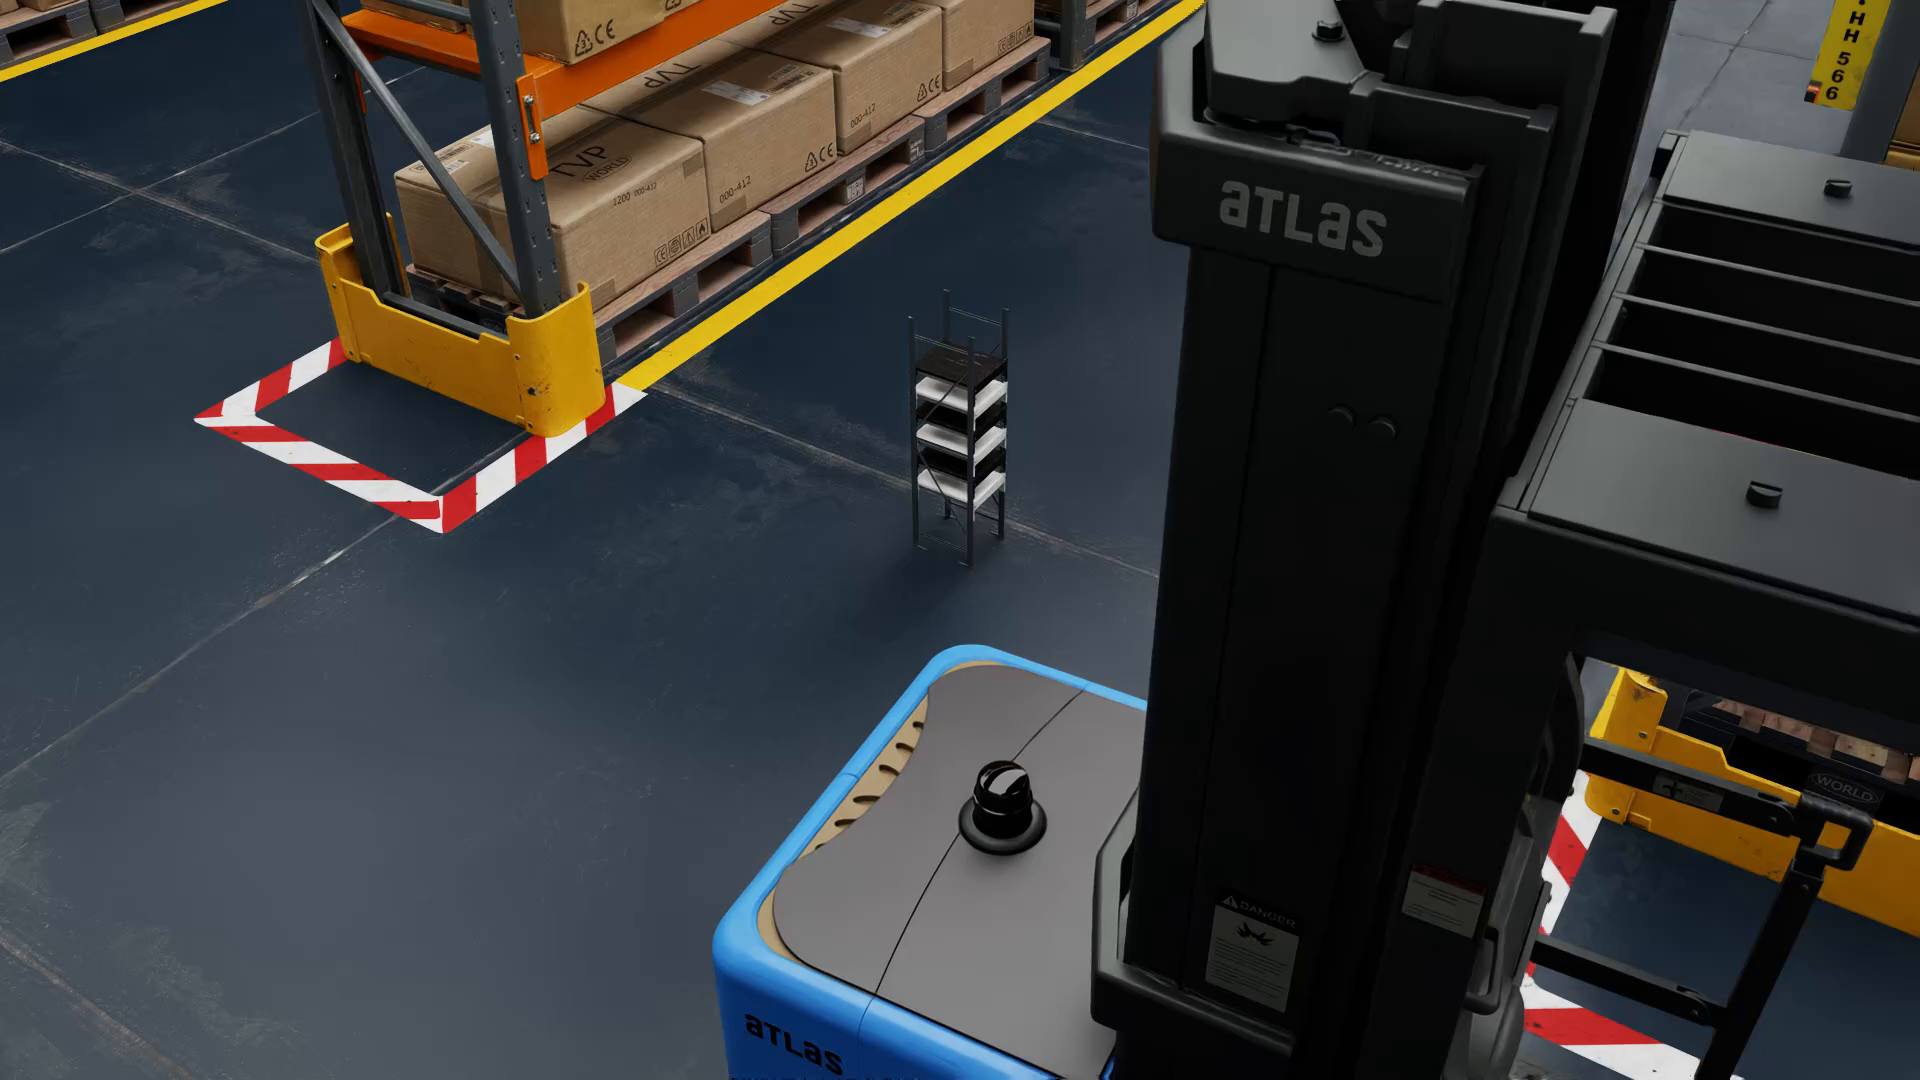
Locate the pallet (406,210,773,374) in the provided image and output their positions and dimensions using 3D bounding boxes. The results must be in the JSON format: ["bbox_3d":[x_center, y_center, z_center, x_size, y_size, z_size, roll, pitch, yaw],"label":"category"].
[{"bbox_3d":[-1.557,-1.181,7.110,1.003,0.211,1.213,21,42,25],"label":"pallet"}]

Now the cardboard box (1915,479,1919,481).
[{"bbox_3d":[2.864,-0.175,5.267,0.380,0.149,0.250,21,42,25],"label":"cardboard box"}]

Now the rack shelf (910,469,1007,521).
[{"bbox_3d":[-0.004,-0.183,5.600,0.258,0.077,0.200,21,42,25],"label":"rack shelf"}]

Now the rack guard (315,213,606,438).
[{"bbox_3d":[-1.932,-0.846,6.438,1.175,0.500,0.348,21,42,25],"label":"rack guard"}]

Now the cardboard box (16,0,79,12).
[{"bbox_3d":[-5.214,-3.358,9.353,0.700,0.500,0.500,23,43,27],"label":"cardboard box"}]

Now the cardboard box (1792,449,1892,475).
[{"bbox_3d":[2.599,-0.195,5.050,0.380,0.149,0.250,20,42,24],"label":"cardboard box"}]

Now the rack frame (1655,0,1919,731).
[{"bbox_3d":[2.315,-0.281,3.658,1.000,3.000,0.127,21,42,25],"label":"rack frame"}]

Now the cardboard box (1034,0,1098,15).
[{"bbox_3d":[0.488,-3.581,9.334,0.875,0.875,0.875,23,43,26],"label":"cardboard box"}]

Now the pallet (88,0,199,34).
[{"bbox_3d":[-4.991,-3.442,10.042,1.003,0.211,1.213,21,42,25],"label":"pallet"}]

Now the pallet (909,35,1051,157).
[{"bbox_3d":[-0.250,-2.439,8.741,1.003,0.211,1.213,21,42,25],"label":"pallet"}]

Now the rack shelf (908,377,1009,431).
[{"bbox_3d":[-0.004,-0.468,5.380,0.258,0.077,0.200,21,42,25],"label":"rack shelf"}]

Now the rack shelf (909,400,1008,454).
[{"bbox_3d":[-0.004,-0.397,5.435,0.258,0.077,0.200,21,42,25],"label":"rack shelf"}]

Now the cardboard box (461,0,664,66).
[{"bbox_3d":[-1.420,-2.041,5.859,0.500,0.500,0.500,21,42,25],"label":"cardboard box"}]

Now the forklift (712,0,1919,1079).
[{"bbox_3d":[1.070,0.579,2.598,3.031,2.935,1.130,18,41,22],"label":"forklift"}]

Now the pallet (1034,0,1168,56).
[{"bbox_3d":[0.573,-3.228,9.765,1.003,0.211,1.213,21,42,25],"label":"pallet"}]

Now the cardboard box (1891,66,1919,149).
[{"bbox_3d":[2.350,-1.152,3.643,0.500,0.500,0.500,20,42,24],"label":"cardboard box"}]

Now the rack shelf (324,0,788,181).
[{"bbox_3d":[-0.848,-2.594,7.247,1.077,0.370,4.000,21,42,25],"label":"rack shelf"}]

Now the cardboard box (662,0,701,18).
[{"bbox_3d":[-1.172,-2.311,6.209,0.500,0.500,0.500,21,42,25],"label":"cardboard box"}]

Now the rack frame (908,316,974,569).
[{"bbox_3d":[-0.059,-0.300,5.402,0.240,0.900,0.006,21,42,25],"label":"rack frame"}]

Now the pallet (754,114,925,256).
[{"bbox_3d":[-0.903,-1.808,7.922,1.003,0.211,1.213,21,42,25],"label":"pallet"}]

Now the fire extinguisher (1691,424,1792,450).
[{"bbox_3d":[1.790,-0.124,3.822,0.296,0.674,0.183,21,42,25],"label":"fire extinguisher"}]

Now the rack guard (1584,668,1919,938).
[{"bbox_3d":[2.355,0.670,4.472,1.175,0.500,0.348,21,42,25],"label":"rack guard"}]

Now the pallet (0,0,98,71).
[{"bbox_3d":[-5.645,-2.816,9.230,1.003,0.211,1.213,21,42,25],"label":"pallet"}]

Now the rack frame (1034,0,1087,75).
[{"bbox_3d":[0.224,-3.910,8.365,1.000,3.000,0.127,21,42,25],"label":"rack frame"}]

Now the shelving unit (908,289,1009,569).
[{"bbox_3d":[-0.004,-0.352,5.470,0.258,0.900,0.210,21,42,25],"label":"shelving unit"}]

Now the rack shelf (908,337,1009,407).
[{"bbox_3d":[-0.004,-0.540,5.325,0.258,0.077,0.200,21,42,25],"label":"rack shelf"}]

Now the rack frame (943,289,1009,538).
[{"bbox_3d":[0.050,-0.405,5.538,0.240,0.900,0.006,21,42,25],"label":"rack frame"}]

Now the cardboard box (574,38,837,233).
[{"bbox_3d":[-1.167,-1.847,7.444,0.875,0.438,0.875,22,43,26],"label":"cardboard box"}]

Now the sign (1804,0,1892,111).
[{"bbox_3d":[1.857,-1.057,3.457,0.100,0.325,0.005,21,42,25],"label":"sign"}]

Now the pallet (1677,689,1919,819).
[{"bbox_3d":[2.820,0.377,5.088,1.003,0.211,1.213,21,42,25],"label":"pallet"}]

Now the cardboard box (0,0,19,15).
[{"bbox_3d":[-5.444,-2.998,9.173,0.380,0.149,0.250,19,42,23],"label":"cardboard box"}]

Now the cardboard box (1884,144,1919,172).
[{"bbox_3d":[2.338,-0.754,3.946,0.500,0.500,0.500,22,43,26],"label":"cardboard box"}]

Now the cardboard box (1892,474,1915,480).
[{"bbox_3d":[2.791,-0.308,5.197,0.380,0.149,0.250,19,42,23],"label":"cardboard box"}]

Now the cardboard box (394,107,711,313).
[{"bbox_3d":[-1.650,-1.373,6.828,0.875,0.438,0.875,20,42,24],"label":"cardboard box"}]

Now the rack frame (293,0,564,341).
[{"bbox_3d":[-1.919,-1.848,5.690,1.000,3.000,0.127,21,42,25],"label":"rack frame"}]

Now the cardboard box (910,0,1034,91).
[{"bbox_3d":[-0.203,-2.773,8.645,0.875,0.438,0.875,21,42,24],"label":"cardboard box"}]

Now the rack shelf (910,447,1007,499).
[{"bbox_3d":[-0.004,-0.255,5.545,0.258,0.077,0.200,21,42,25],"label":"rack shelf"}]

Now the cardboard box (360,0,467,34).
[{"bbox_3d":[-1.884,-2.223,6.095,0.500,0.500,0.500,21,42,25],"label":"cardboard box"}]

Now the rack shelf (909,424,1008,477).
[{"bbox_3d":[-0.004,-0.326,5.490,0.258,0.077,0.200,21,42,25],"label":"rack shelf"}]

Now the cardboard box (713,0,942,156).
[{"bbox_3d":[-0.682,-2.311,8.046,0.875,0.438,0.875,20,42,24],"label":"cardboard box"}]
